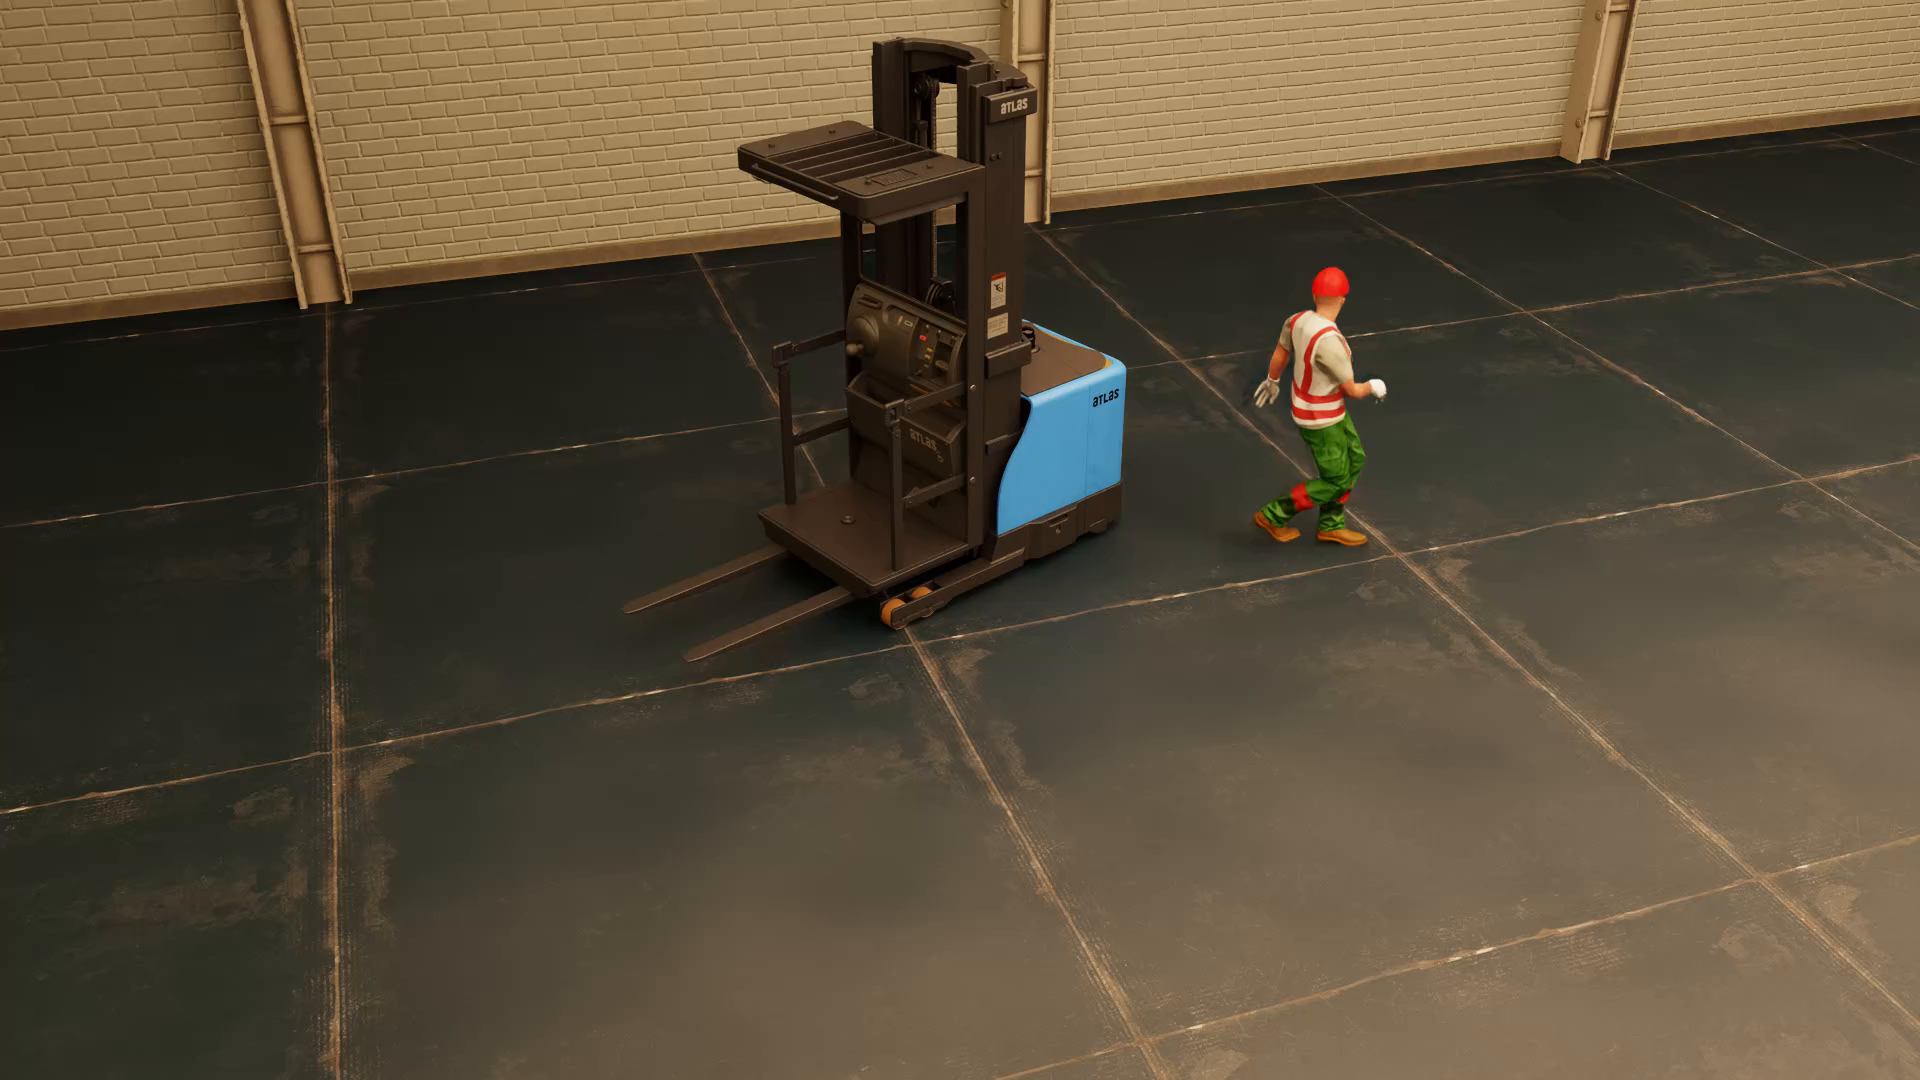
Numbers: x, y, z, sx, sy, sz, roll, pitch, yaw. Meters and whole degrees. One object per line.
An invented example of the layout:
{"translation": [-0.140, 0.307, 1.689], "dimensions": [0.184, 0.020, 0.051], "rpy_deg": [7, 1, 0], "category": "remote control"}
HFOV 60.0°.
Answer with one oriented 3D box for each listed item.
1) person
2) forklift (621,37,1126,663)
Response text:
{"translation": [2.085, -0.760, 9.639], "dimensions": [0.735, 1.708, 0.650], "rpy_deg": [4, 30, 7], "category": "person"}
{"translation": [-0.461, -1.072, 8.951], "dimensions": [3.031, 2.935, 1.130], "rpy_deg": [-23, 37, -34], "category": "forklift"}
